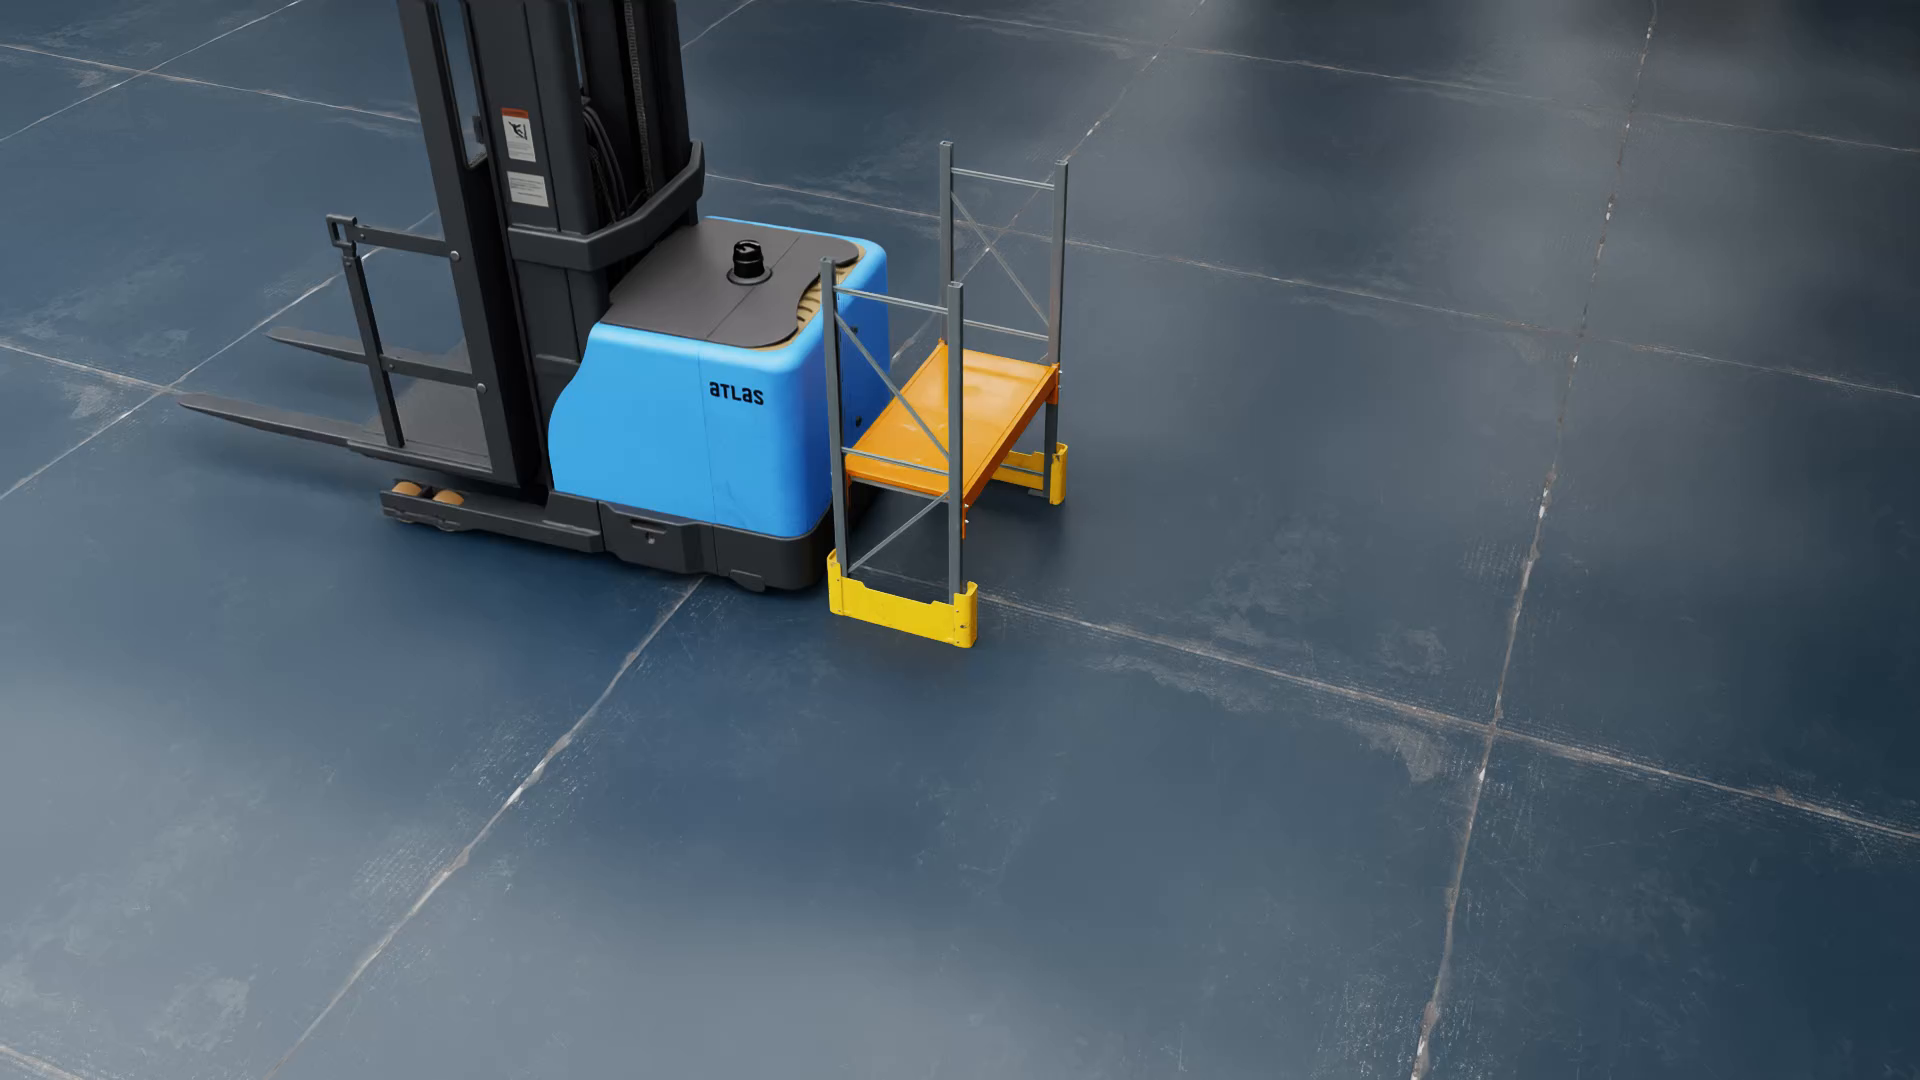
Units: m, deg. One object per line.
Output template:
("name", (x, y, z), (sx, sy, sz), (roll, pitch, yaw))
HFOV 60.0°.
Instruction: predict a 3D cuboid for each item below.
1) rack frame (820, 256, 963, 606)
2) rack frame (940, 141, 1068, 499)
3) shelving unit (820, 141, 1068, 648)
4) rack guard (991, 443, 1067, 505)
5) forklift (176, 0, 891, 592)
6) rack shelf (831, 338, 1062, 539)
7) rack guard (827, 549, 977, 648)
("rack frame", (-0.226, -0.272, 5.861), (0.500, 1.500, 0.032), (14, 39, 18))
("rack frame", (0.161, -0.835, 6.614), (0.500, 1.500, 0.032), (14, 39, 18))
("shelving unit", (-0.029, -0.559, 6.245), (0.587, 1.500, 1.083), (14, 39, 18))
("rack guard", (0.160, -0.334, 6.988), (0.587, 0.250, 0.087), (14, 39, 18))
("forklift", (-1.847, -1.495, 6.302), (3.031, 2.935, 1.130), (11, 38, 15))
("rack shelf", (-0.032, -0.409, 6.345), (0.538, 0.185, 1.000), (14, 39, 18))
("rack guard", (-0.218, 0.218, 6.250), (0.587, 0.250, 0.087), (14, 39, 18))
